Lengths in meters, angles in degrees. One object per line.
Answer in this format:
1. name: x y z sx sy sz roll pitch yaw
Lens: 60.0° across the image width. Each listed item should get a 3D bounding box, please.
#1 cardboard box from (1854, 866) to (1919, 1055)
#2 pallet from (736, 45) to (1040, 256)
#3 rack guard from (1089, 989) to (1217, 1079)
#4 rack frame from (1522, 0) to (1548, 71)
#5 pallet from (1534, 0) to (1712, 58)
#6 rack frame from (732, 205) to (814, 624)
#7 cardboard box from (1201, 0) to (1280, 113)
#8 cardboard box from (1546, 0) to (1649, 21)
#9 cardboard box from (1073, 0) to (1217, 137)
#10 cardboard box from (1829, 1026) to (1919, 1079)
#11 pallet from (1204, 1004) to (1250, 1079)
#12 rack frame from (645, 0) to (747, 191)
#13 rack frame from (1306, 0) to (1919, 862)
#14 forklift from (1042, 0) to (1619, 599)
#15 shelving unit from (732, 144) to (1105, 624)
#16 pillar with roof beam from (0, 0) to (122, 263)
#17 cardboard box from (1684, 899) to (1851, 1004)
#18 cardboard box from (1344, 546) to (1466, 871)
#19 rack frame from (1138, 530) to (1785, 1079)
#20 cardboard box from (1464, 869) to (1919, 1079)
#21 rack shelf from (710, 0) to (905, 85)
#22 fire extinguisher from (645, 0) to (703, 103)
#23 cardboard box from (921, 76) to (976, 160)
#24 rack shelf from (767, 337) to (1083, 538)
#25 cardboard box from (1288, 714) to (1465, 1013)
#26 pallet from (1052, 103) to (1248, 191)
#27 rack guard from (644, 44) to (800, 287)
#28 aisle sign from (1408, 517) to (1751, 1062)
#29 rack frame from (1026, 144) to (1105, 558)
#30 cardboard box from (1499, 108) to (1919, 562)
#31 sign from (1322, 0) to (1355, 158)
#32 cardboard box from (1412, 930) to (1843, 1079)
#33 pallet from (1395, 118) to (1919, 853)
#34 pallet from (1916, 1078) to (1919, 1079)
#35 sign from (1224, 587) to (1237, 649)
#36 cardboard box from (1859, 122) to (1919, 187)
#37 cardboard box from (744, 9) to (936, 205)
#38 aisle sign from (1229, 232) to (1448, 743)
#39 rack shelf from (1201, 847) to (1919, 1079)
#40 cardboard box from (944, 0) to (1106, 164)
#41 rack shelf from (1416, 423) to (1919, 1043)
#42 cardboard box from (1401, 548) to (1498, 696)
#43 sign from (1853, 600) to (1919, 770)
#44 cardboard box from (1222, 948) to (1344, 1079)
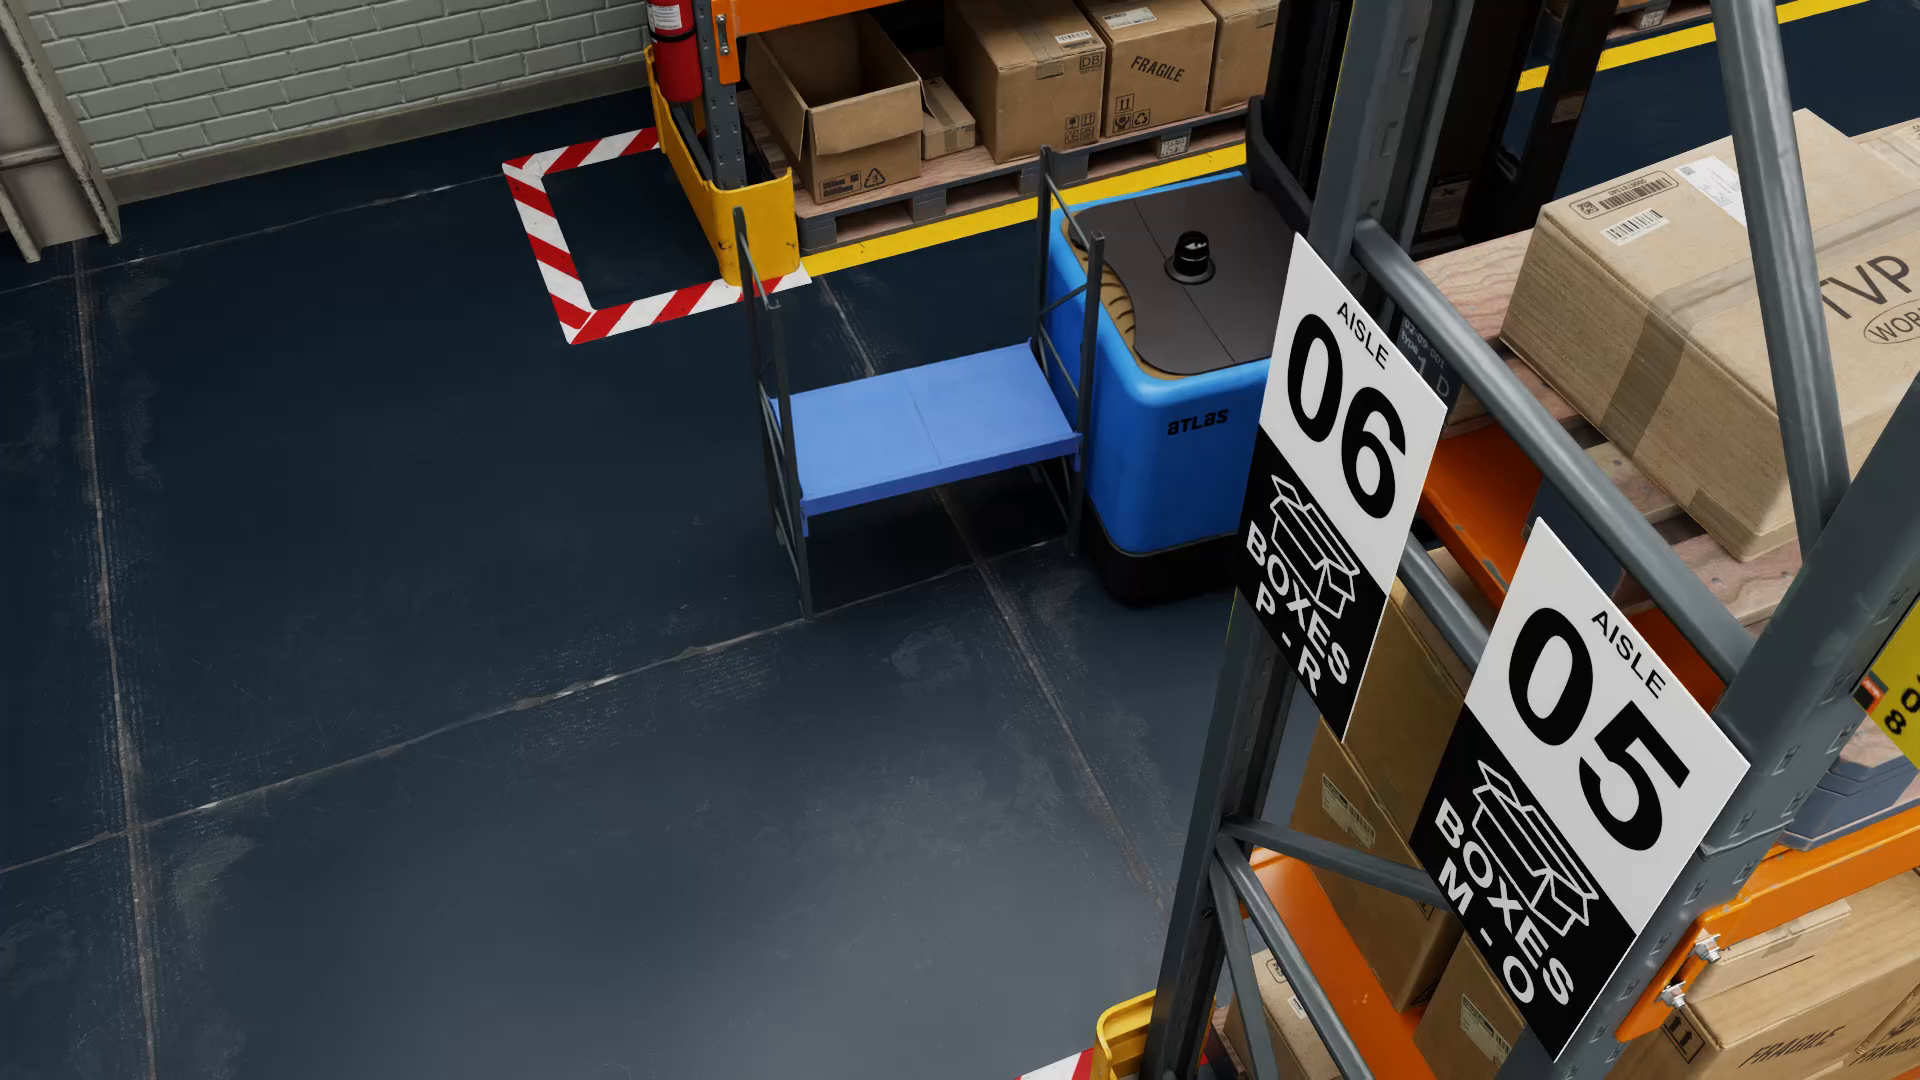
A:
1. cardboard box: 1.777 0.540 3.084 0.500 0.500 0.500 -18 52 -15
2. pallet: -0.322 -1.838 7.690 1.213 0.211 1.003 -17 52 -14
3. rack guard: 0.727 1.810 4.366 0.348 0.500 1.175 -17 52 -14
4. rack frame: 2.572 -3.643 7.402 0.127 3.000 1.000 -17 52 -14
5. pallet: 3.311 -2.995 8.683 1.213 0.211 1.003 -17 52 -14
6. rack frame: -0.617 -0.368 5.578 0.032 1.500 0.500 -14 51 -12
7. cardboard box: 1.239 -2.443 7.741 0.500 0.500 0.700 -19 52 -16
8. cardboard box: 3.105 -2.946 8.174 0.500 0.500 0.500 -15 51 -13
9. cardboard box: 0.805 -2.226 7.556 0.500 0.500 0.500 -16 51 -14
10. cardboard box: 1.760 0.856 3.472 0.500 0.500 0.500 -18 52 -15
11. pallet: 1.460 1.613 4.725 1.213 0.211 1.003 -17 52 -14
12. rack frame: -1.131 -2.496 6.416 0.127 3.000 1.000 -17 52 -14
13. rack frame: 0.750 -0.965 1.147 0.127 3.000 1.000 -17 52 -14
14. forklift: 1.832 -1.406 5.525 3.031 2.935 1.130 -14 51 -12
15. shelving unit: -0.133 -0.487 5.680 1.048 1.500 0.538 -14 51 -12
16. pillar with roof beam: -2.340 -1.286 1.423 0.400 9.000 9.100 -17 52 -14
17. cardboard box: 1.183 0.512 2.680 0.250 0.149 0.380 -16 51 -13
18. cardboard box: 1.106 0.325 3.268 0.500 0.500 0.500 -16 51 -13
19. rack frame: 0.750 0.989 3.423 0.127 3.000 1.000 -17 52 -14
20. cardboard box: 1.302 0.693 2.952 0.500 0.500 0.500 -18 52 -15
21. rack shelf: 0.721 -2.835 7.182 4.000 0.370 1.077 -17 52 -14
22. fire extinguisher: -1.092 -1.982 6.272 0.183 0.674 0.296 -17 52 -14
23. cardboard box: -0.120 -1.907 7.513 0.250 0.149 0.380 -19 52 -16
24. rack shelf: -0.133 -0.370 5.816 1.000 0.185 0.538 -14 51 -12
25. cardboard box: 1.096 0.632 3.664 0.500 0.500 0.500 -17 51 -14
26. pallet: 0.805 -2.185 7.988 1.213 0.211 1.003 -17 52 -14
27. rack guard: -1.060 -1.703 7.383 0.348 0.500 1.175 -17 52 -14
28. aisle sign: 0.793 0.367 2.244 0.004 0.787 0.394 -17 52 -14
29. rack frame: 0.350 -0.606 5.782 0.032 1.500 0.500 -14 51 -12
30. cardboard box: 1.132 -0.301 2.310 0.500 0.250 0.500 -22 53 -18
31. sign: 0.557 -0.636 2.310 0.005 0.325 0.100 -17 52 -14
32. cardboard box: 1.303 1.021 3.330 0.500 0.500 0.500 -18 52 -15
33. pallet: 1.433 -0.179 2.508 1.213 0.211 1.003 -17 52 -14
34. pallet: 2.588 1.266 5.023 1.213 0.211 1.003 -17 52 -14
35. sign: 0.557 0.150 3.225 0.005 0.325 0.100 -17 52 -14
36. cardboard box: 1.490 -0.444 2.500 0.250 0.149 0.380 -21 52 -17
37. cardboard box: -0.528 -1.928 7.297 0.637 0.503 0.797 -19 52 -16
38. aisle sign: 0.566 -0.055 2.606 0.004 0.787 0.394 -17 52 -14
39. rack shelf: 2.601 0.650 4.189 4.000 0.370 1.077 -17 52 -14
40. cardboard box: 0.278 -2.145 7.486 0.500 0.500 0.700 -15 51 -13
41. rack shelf: 2.601 -0.327 3.051 4.000 0.370 1.077 -17 52 -14
42. cardboard box: 1.006 0.176 2.969 0.250 0.149 0.380 -17 51 -14
43. sign: 0.954 0.093 1.587 0.005 0.325 0.100 -17 52 -14
44. cardboard box: 1.323 1.428 4.459 0.875 0.438 0.875 -19 52 -15
